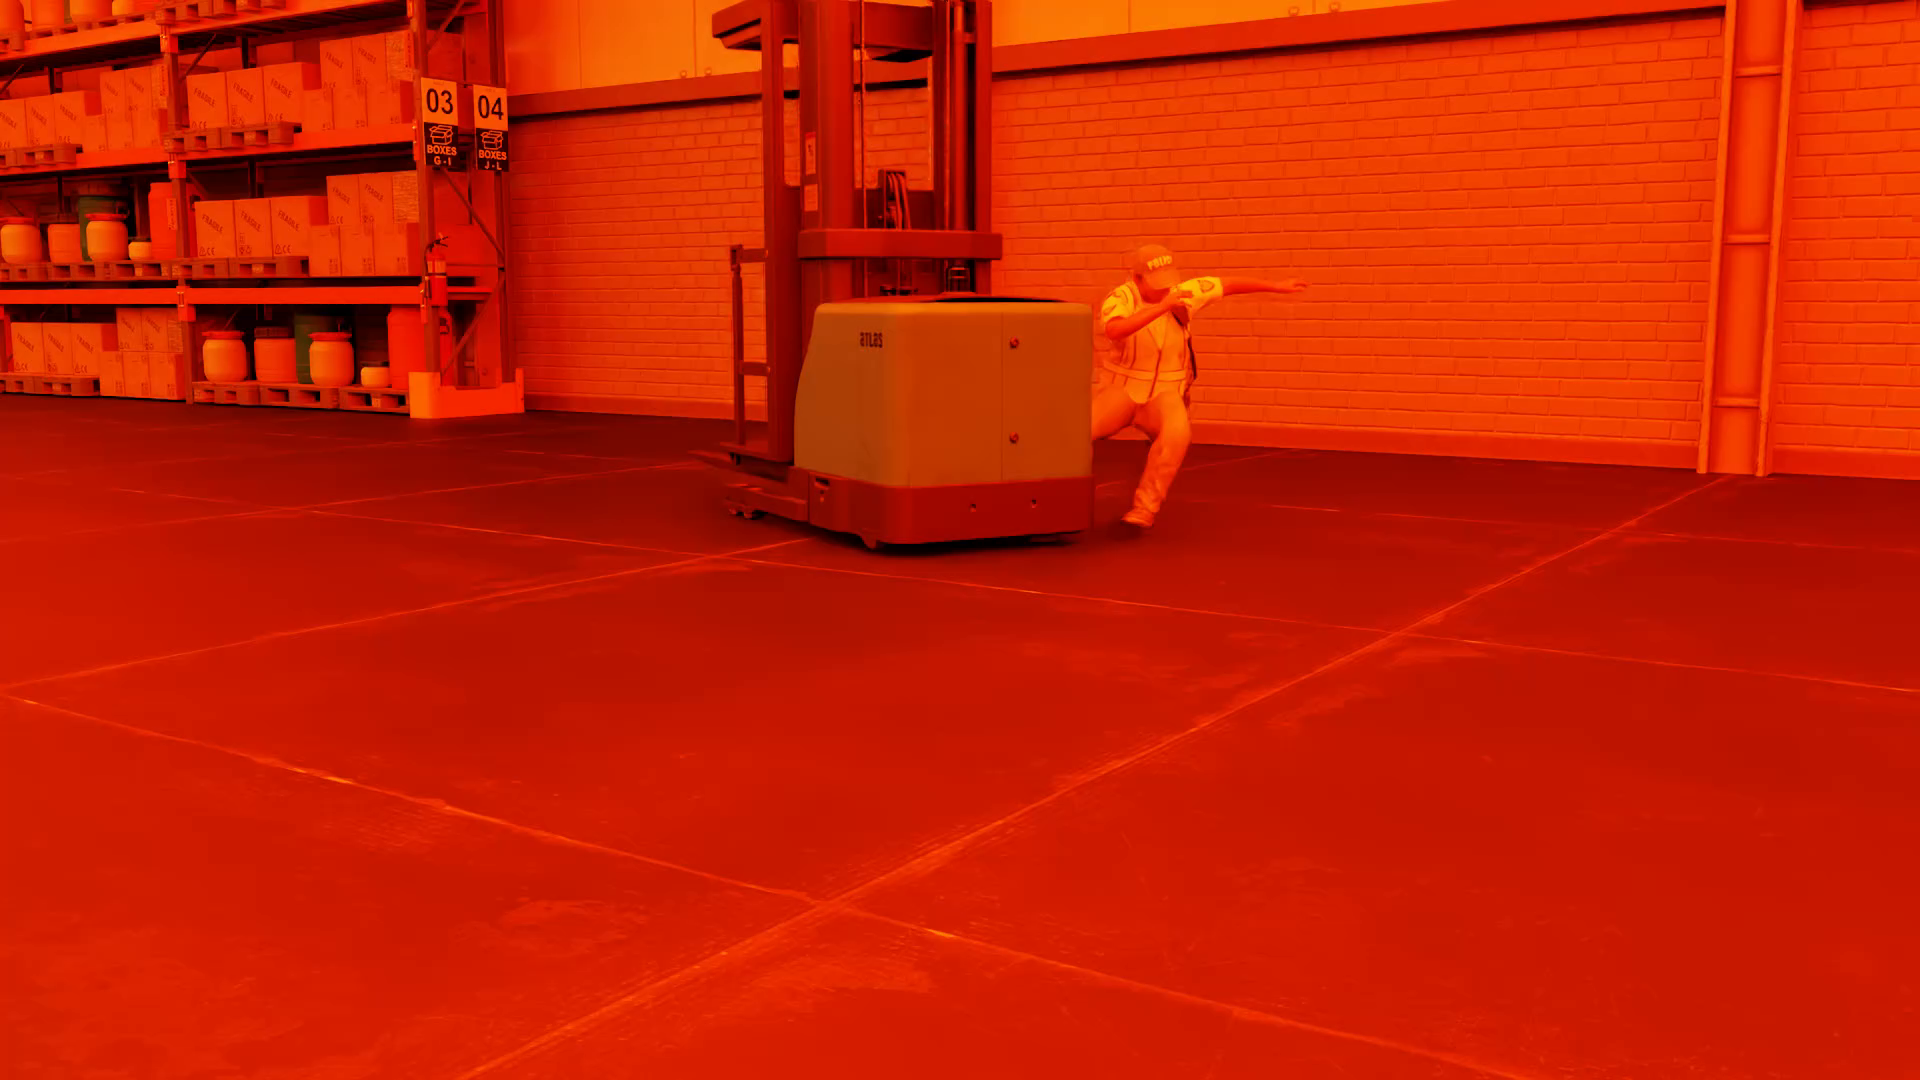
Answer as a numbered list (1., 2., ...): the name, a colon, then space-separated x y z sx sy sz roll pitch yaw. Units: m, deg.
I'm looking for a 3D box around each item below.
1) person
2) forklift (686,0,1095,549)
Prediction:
1. person: 0.988 -0.692 7.789 1.418 1.360 0.721 -1 8 -8
2. forklift: -0.554 -1.579 8.296 1.130 2.935 3.031 -5 9 -29
